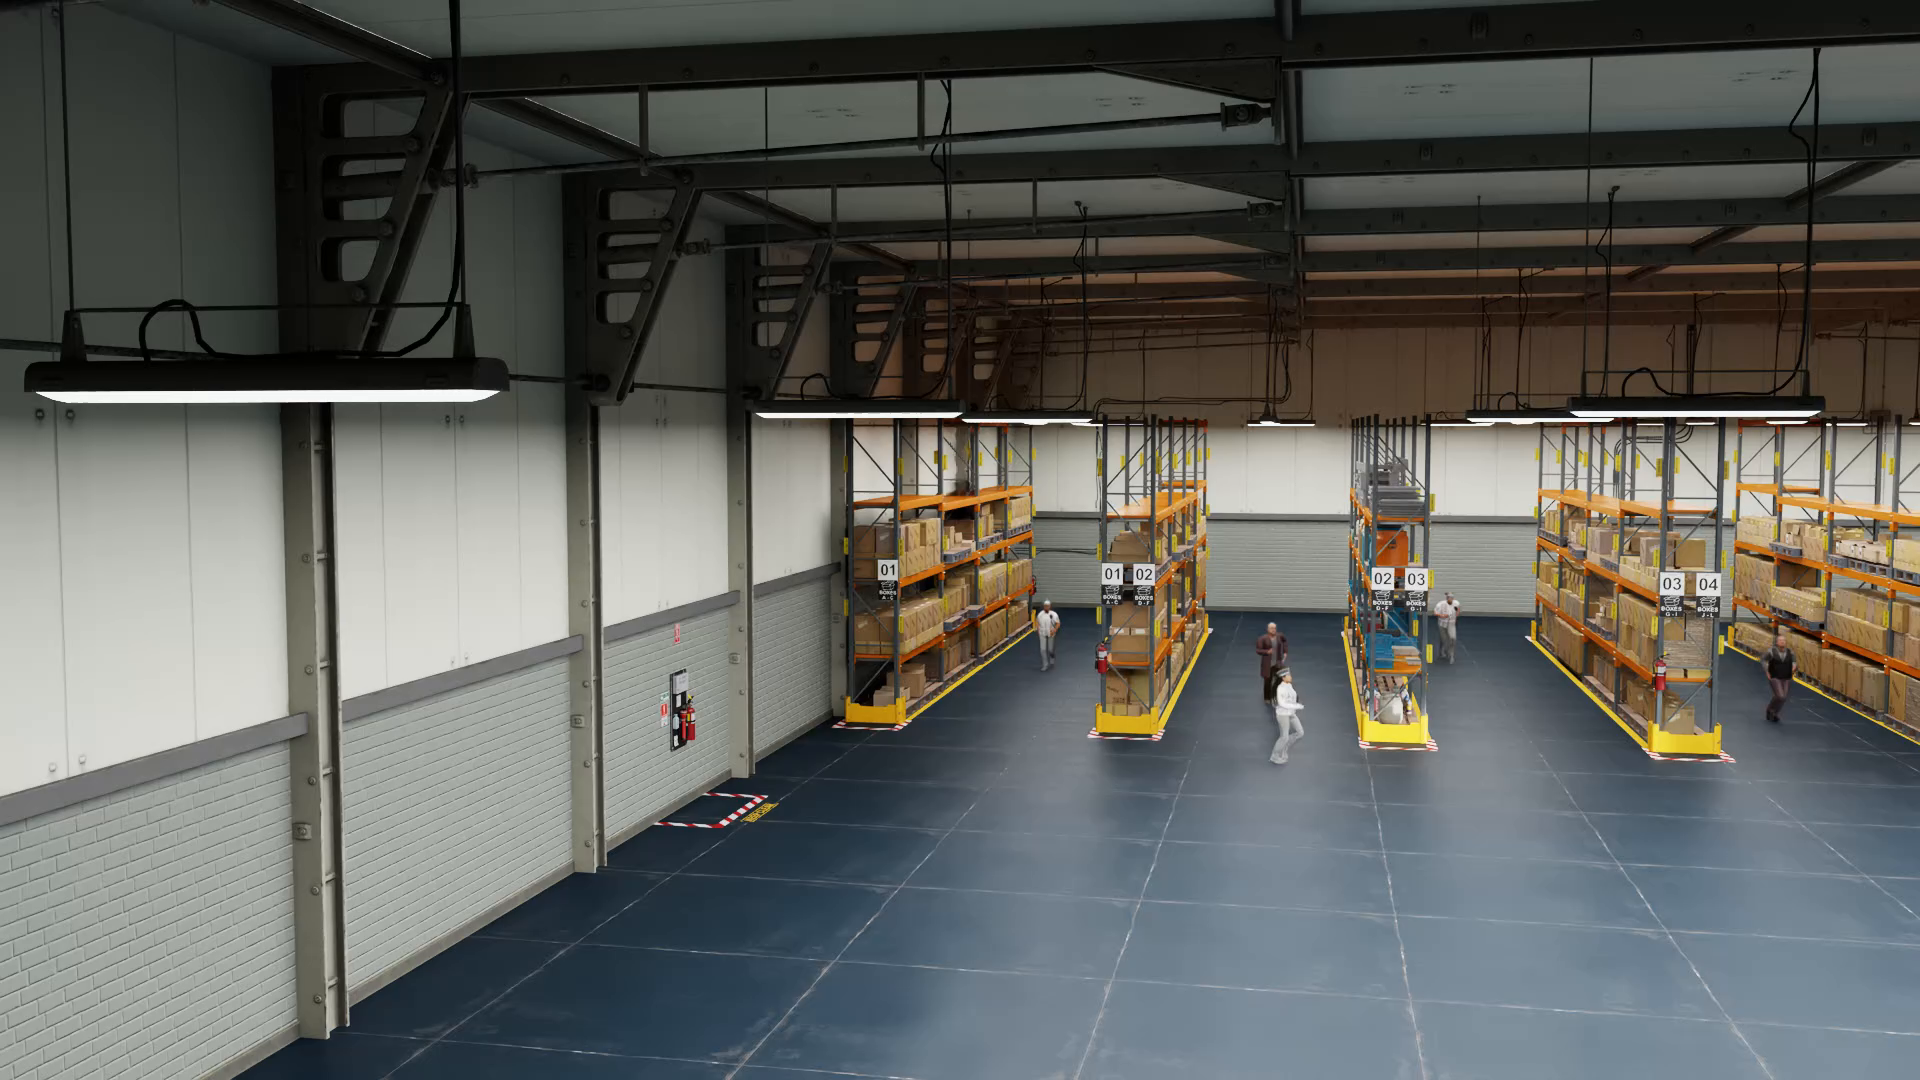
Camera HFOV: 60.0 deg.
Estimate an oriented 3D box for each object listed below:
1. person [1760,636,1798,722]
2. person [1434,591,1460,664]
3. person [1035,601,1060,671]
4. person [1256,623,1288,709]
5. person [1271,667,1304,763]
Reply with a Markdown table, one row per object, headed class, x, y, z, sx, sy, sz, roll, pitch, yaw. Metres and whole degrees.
| class | x | y | z | sx | sy | sz | roll | pitch | yaw |
| --- | --- | --- | --- | --- | --- | --- | --- | --- | --- |
| person | 15.990 | 2.714 | 32.369 | 0.637 | 1.698 | 0.653 | 0 | 4 | 3 |
| person | 12.009 | 2.134 | 41.061 | 0.658 | 1.798 | 1.015 | 0 | 4 | 7 |
| person | 2.084 | 2.270 | 39.646 | 0.618 | 1.648 | 0.711 | 1 | 4 | 11 |
| person | 6.411 | 2.566 | 34.089 | 0.753 | 1.765 | 0.853 | 0 | 4 | -7 |
| person | 5.603 | 2.991 | 28.394 | 0.596 | 1.659 | 0.584 | 3 | 5 | 34 |
